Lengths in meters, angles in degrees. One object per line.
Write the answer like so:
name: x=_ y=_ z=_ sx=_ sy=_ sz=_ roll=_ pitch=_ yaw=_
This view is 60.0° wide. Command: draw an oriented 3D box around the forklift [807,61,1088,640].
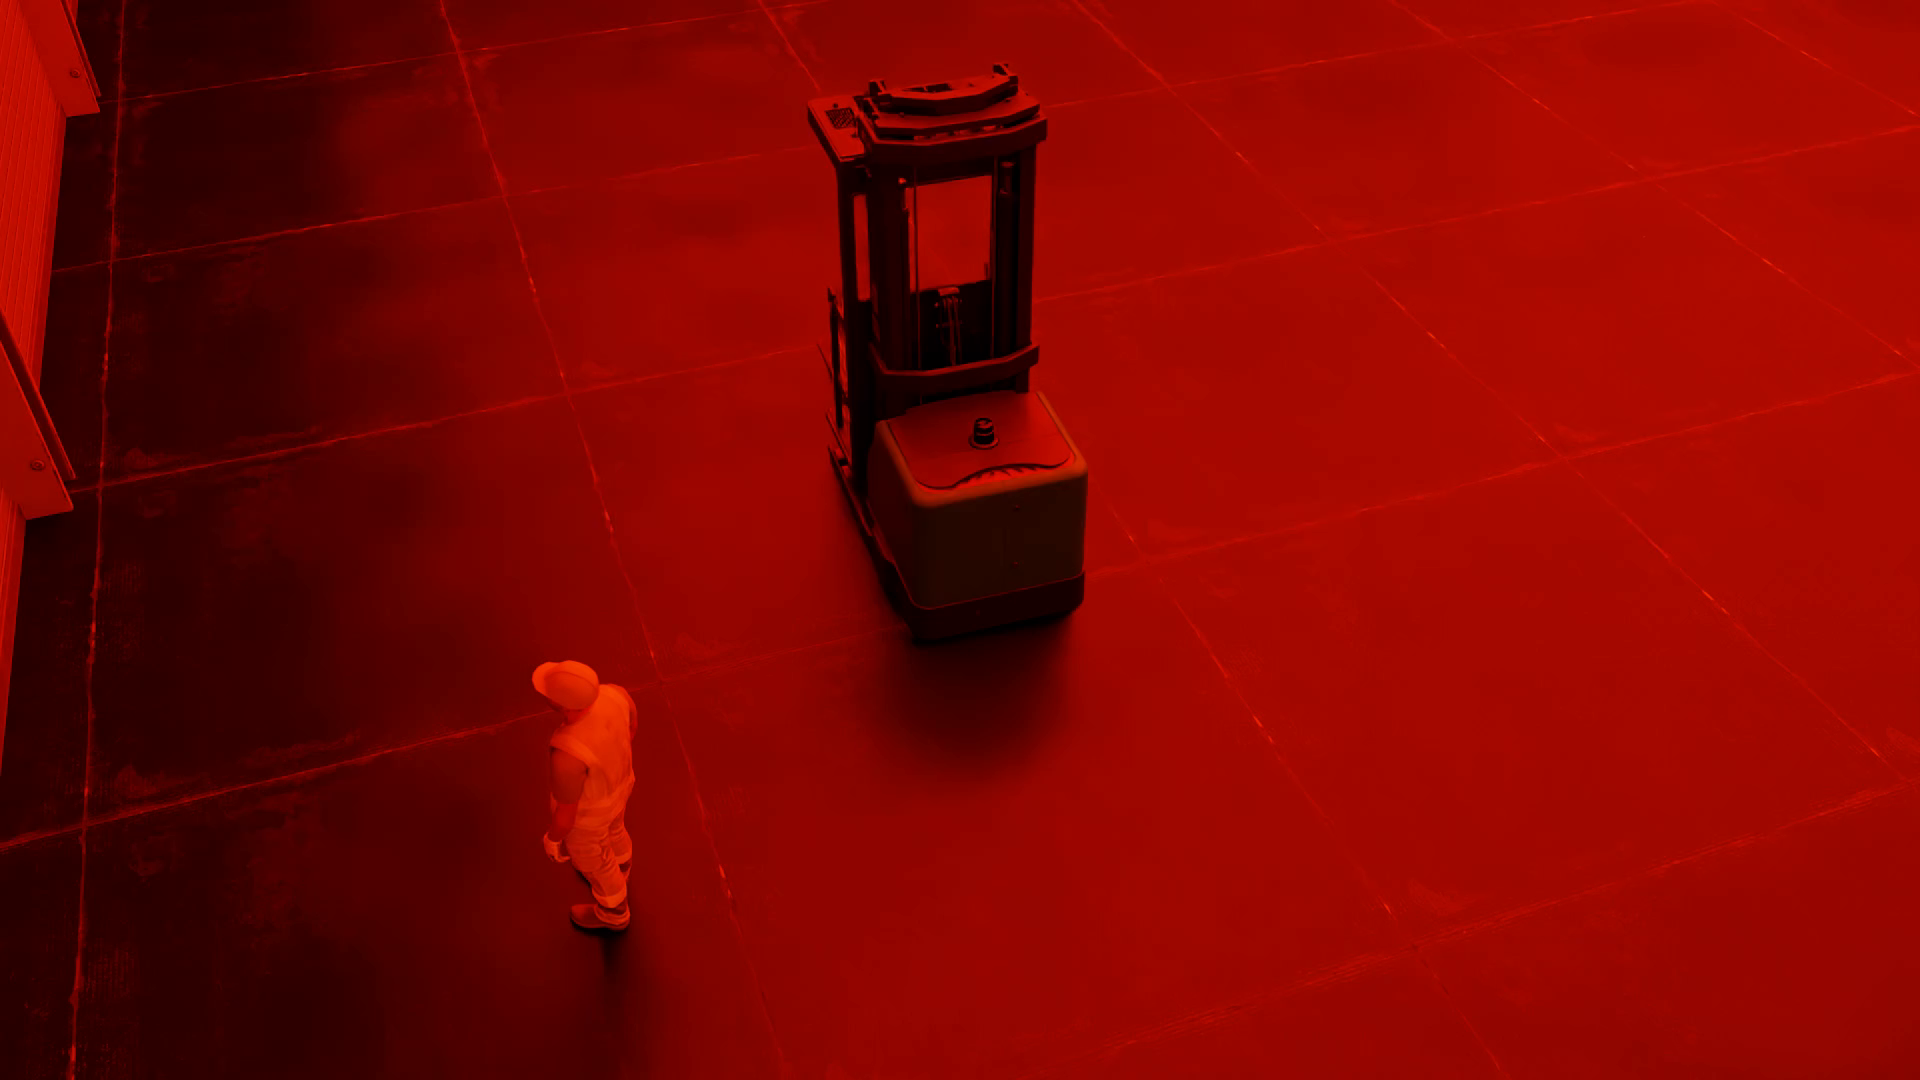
forklift: x=-0.213 y=-1.509 z=9.793 sx=1.130 sy=2.935 sz=3.031 roll=-12 pitch=41 yaw=-14

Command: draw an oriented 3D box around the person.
person: x=-1.729 y=1.144 z=7.512 sx=0.565 sy=1.789 sz=0.643 roll=13 pitch=42 yaw=15
